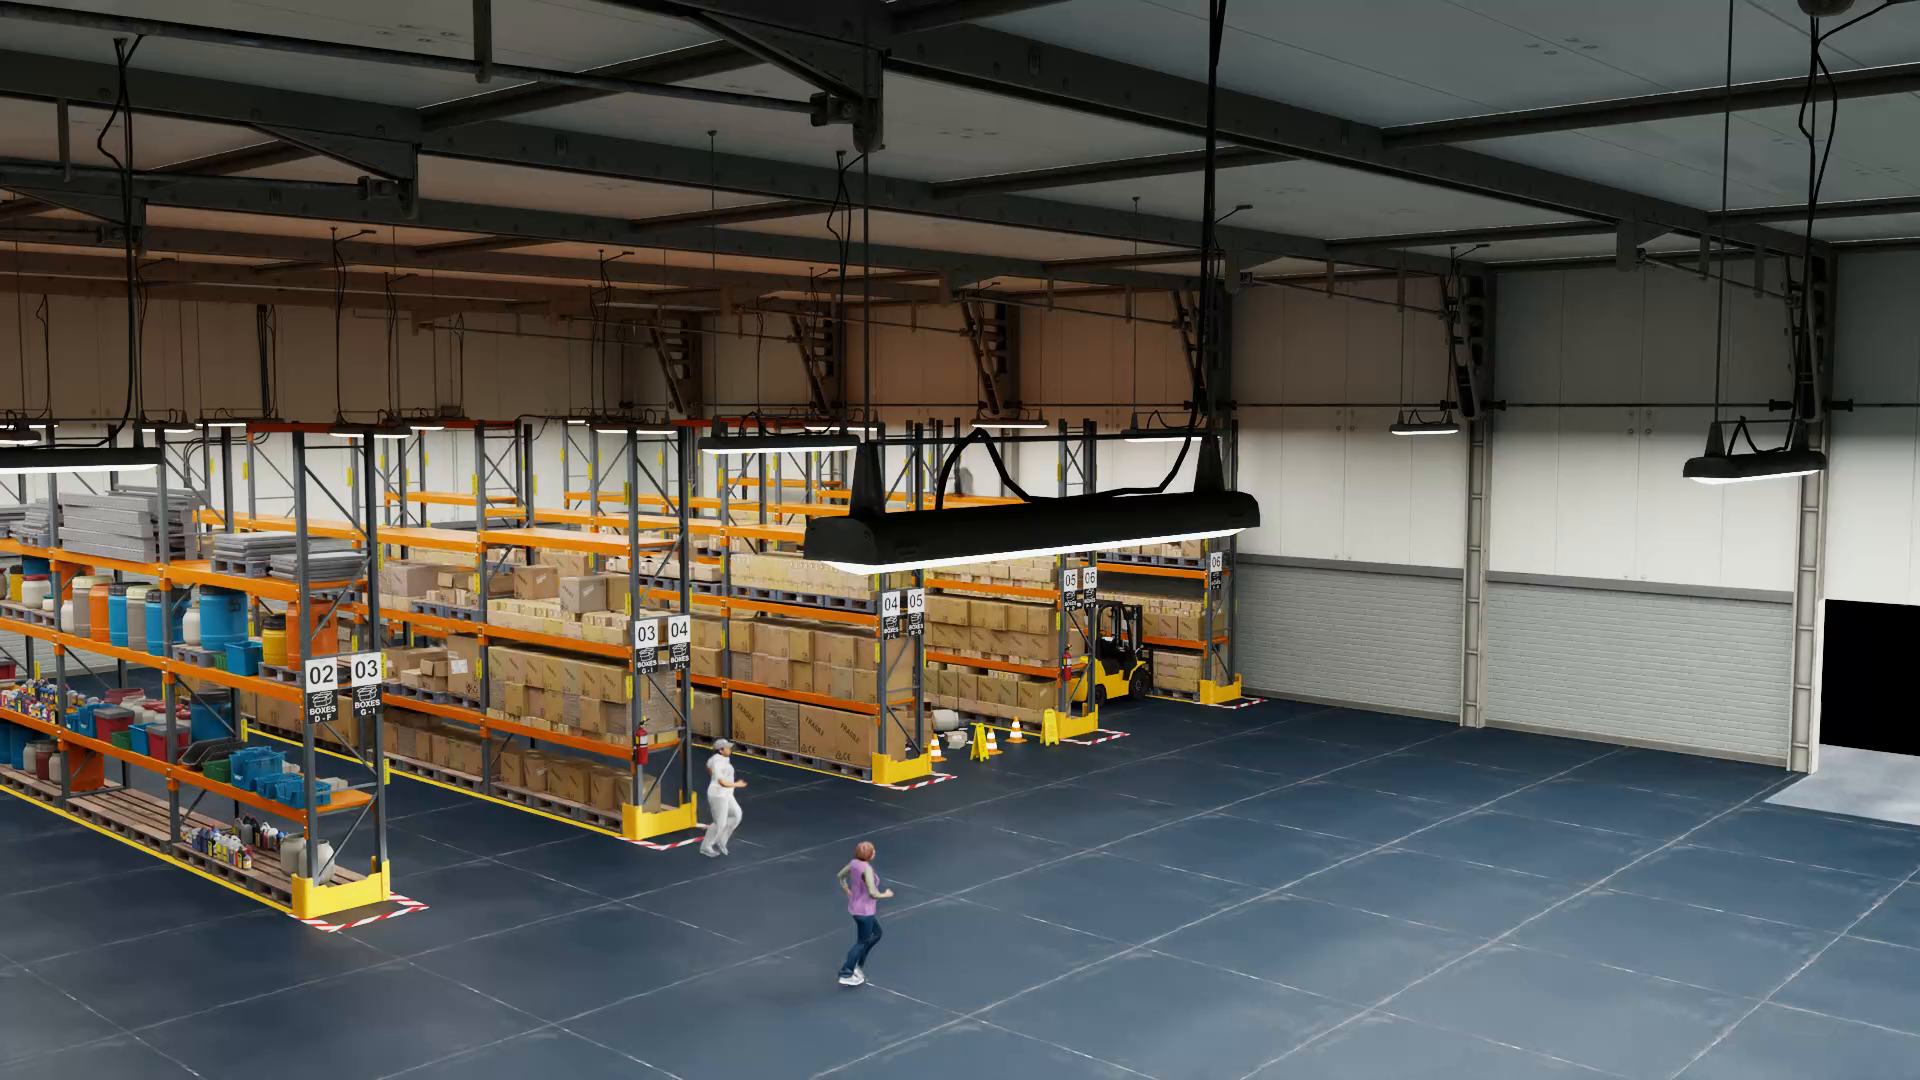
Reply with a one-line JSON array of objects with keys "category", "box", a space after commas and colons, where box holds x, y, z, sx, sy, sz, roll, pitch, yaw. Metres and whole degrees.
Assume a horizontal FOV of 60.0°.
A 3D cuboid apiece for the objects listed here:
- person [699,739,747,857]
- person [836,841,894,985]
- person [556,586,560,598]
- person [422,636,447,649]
[{"category": "person", "box": [-3.320, 3.618, 23.307, 0.680, 1.697, 0.636, 0, 5, -4]}, {"category": "person", "box": [-1.039, 4.056, 18.133, 0.643, 1.590, 0.558, -2, 5, -23]}, {"category": "person", "box": [-10.539, 1.955, 43.542, 0.509, 1.668, 0.713, -1, 5, -13]}, {"category": "person", "box": [-12.672, 2.228, 40.118, 0.667, 1.751, 0.731, 1, 5, 12]}]
